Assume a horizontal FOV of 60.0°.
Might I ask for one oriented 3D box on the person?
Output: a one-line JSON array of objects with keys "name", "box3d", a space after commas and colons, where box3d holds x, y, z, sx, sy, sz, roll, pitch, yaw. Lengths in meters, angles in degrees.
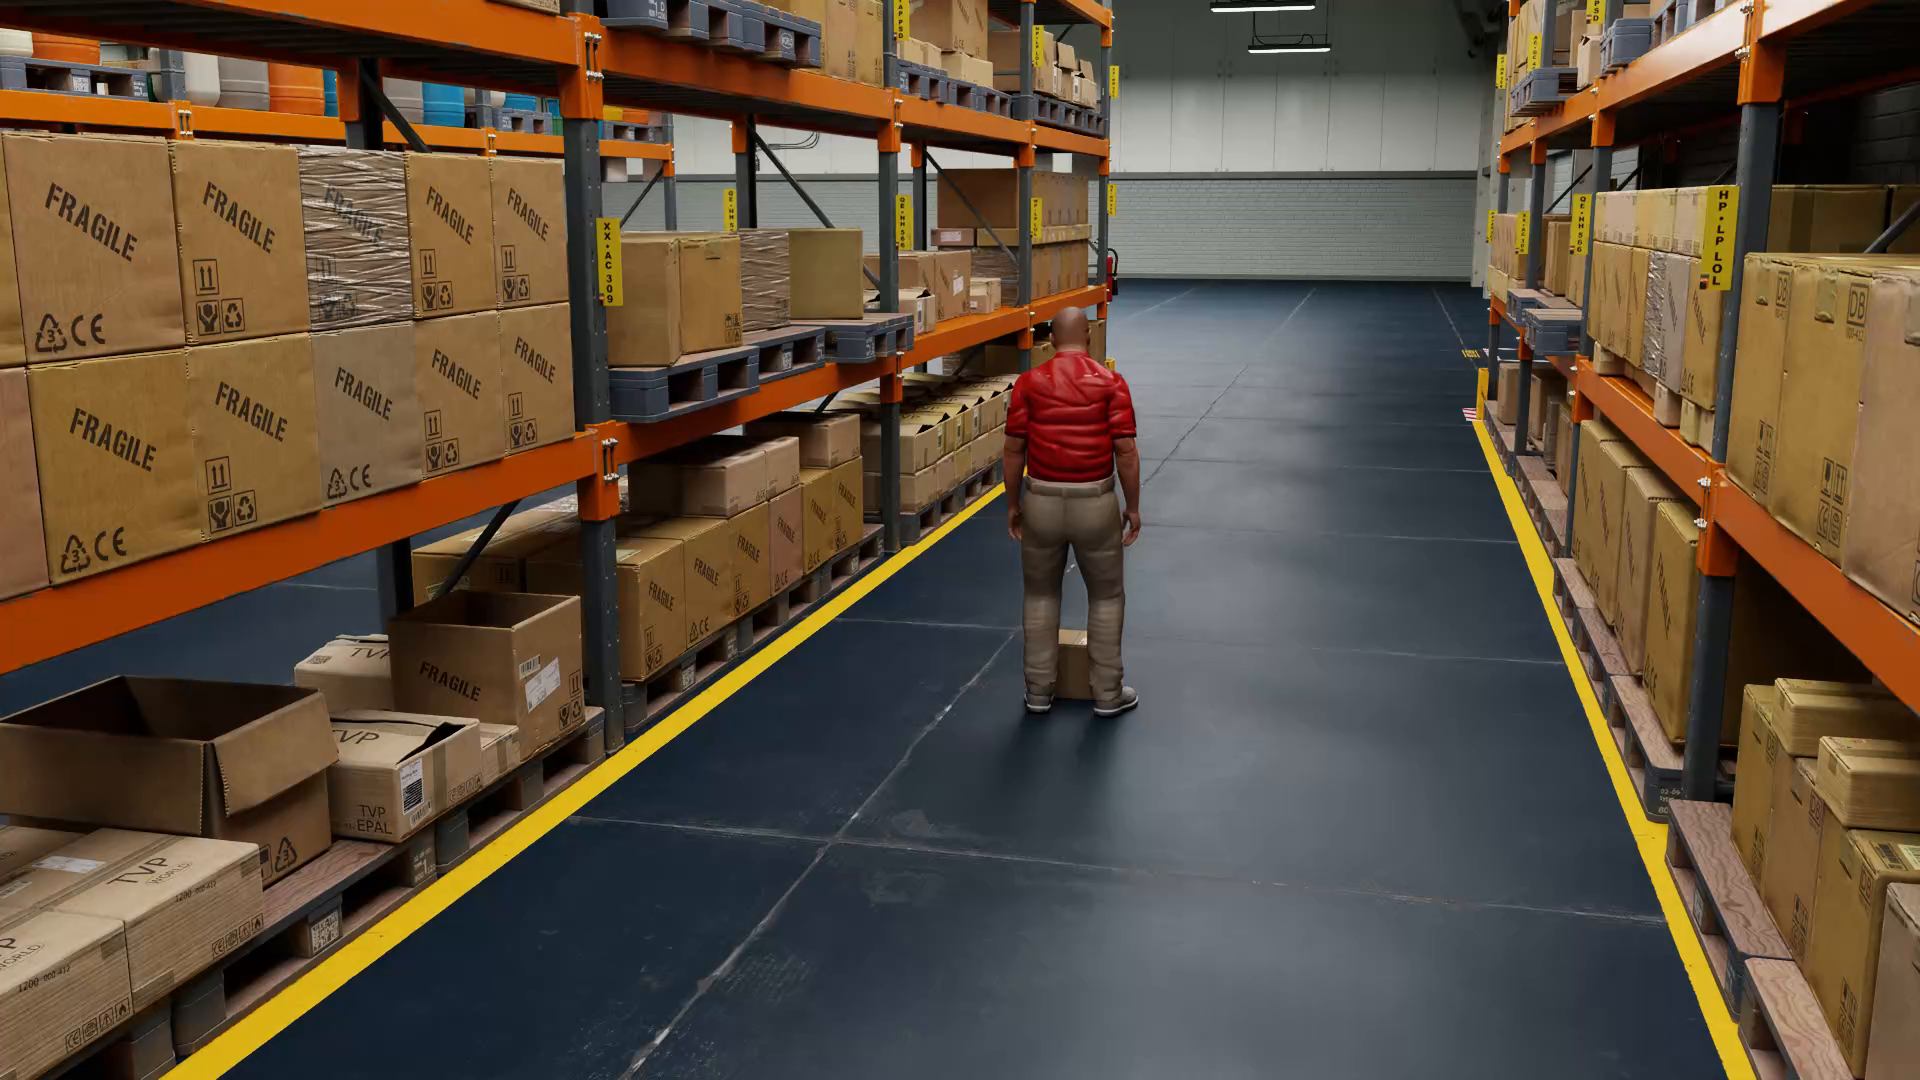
[{"name": "person", "box3d": [0.474, -0.117, 7.061, 0.584, 1.726, 0.391, 3, 12, 12]}]
